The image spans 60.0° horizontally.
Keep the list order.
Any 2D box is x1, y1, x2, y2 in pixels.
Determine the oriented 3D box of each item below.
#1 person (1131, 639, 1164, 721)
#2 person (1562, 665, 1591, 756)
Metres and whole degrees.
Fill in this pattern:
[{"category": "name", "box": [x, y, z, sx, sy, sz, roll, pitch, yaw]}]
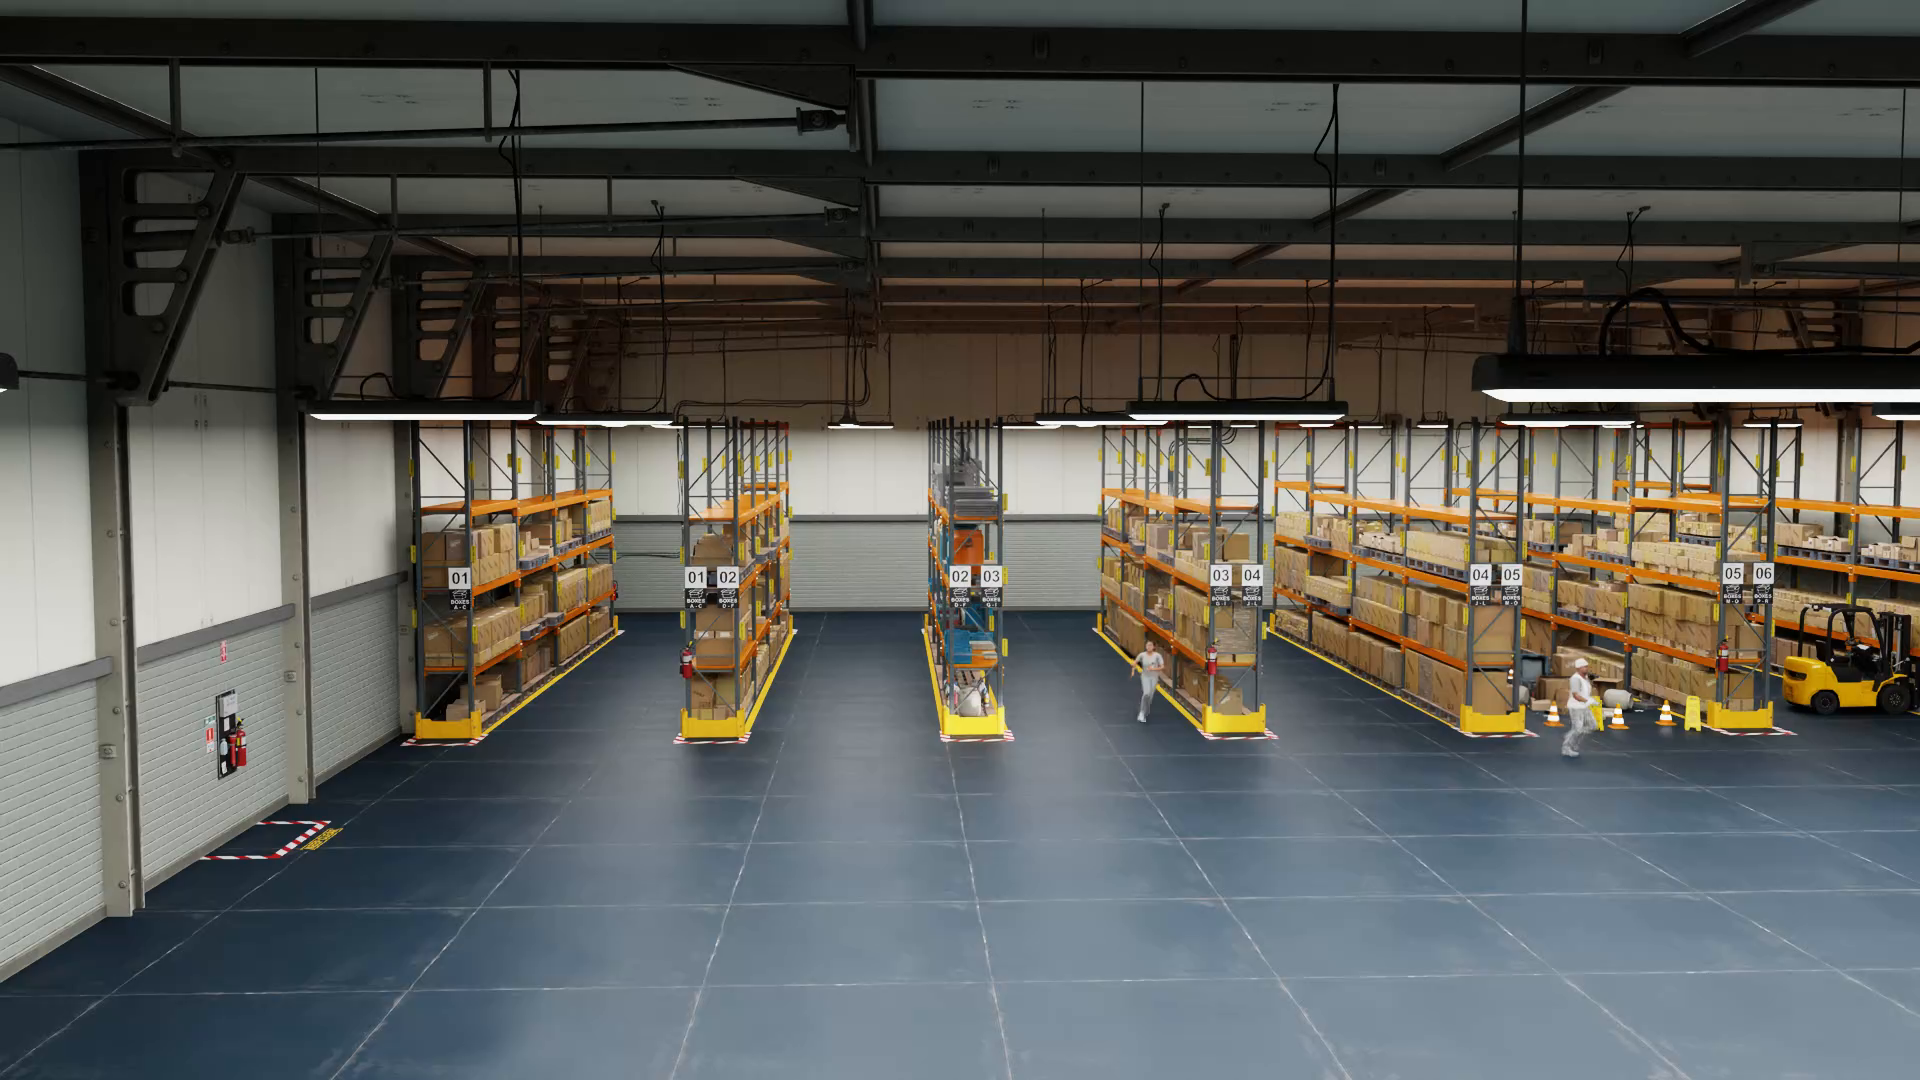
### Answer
[{"category": "person", "box": [3.698, 2.763, 32.777, 0.624, 1.626, 0.535, 0, 4, -2]}, {"category": "person", "box": [10.931, 2.957, 29.206, 0.666, 1.696, 0.670, 3, 5, 39]}]
